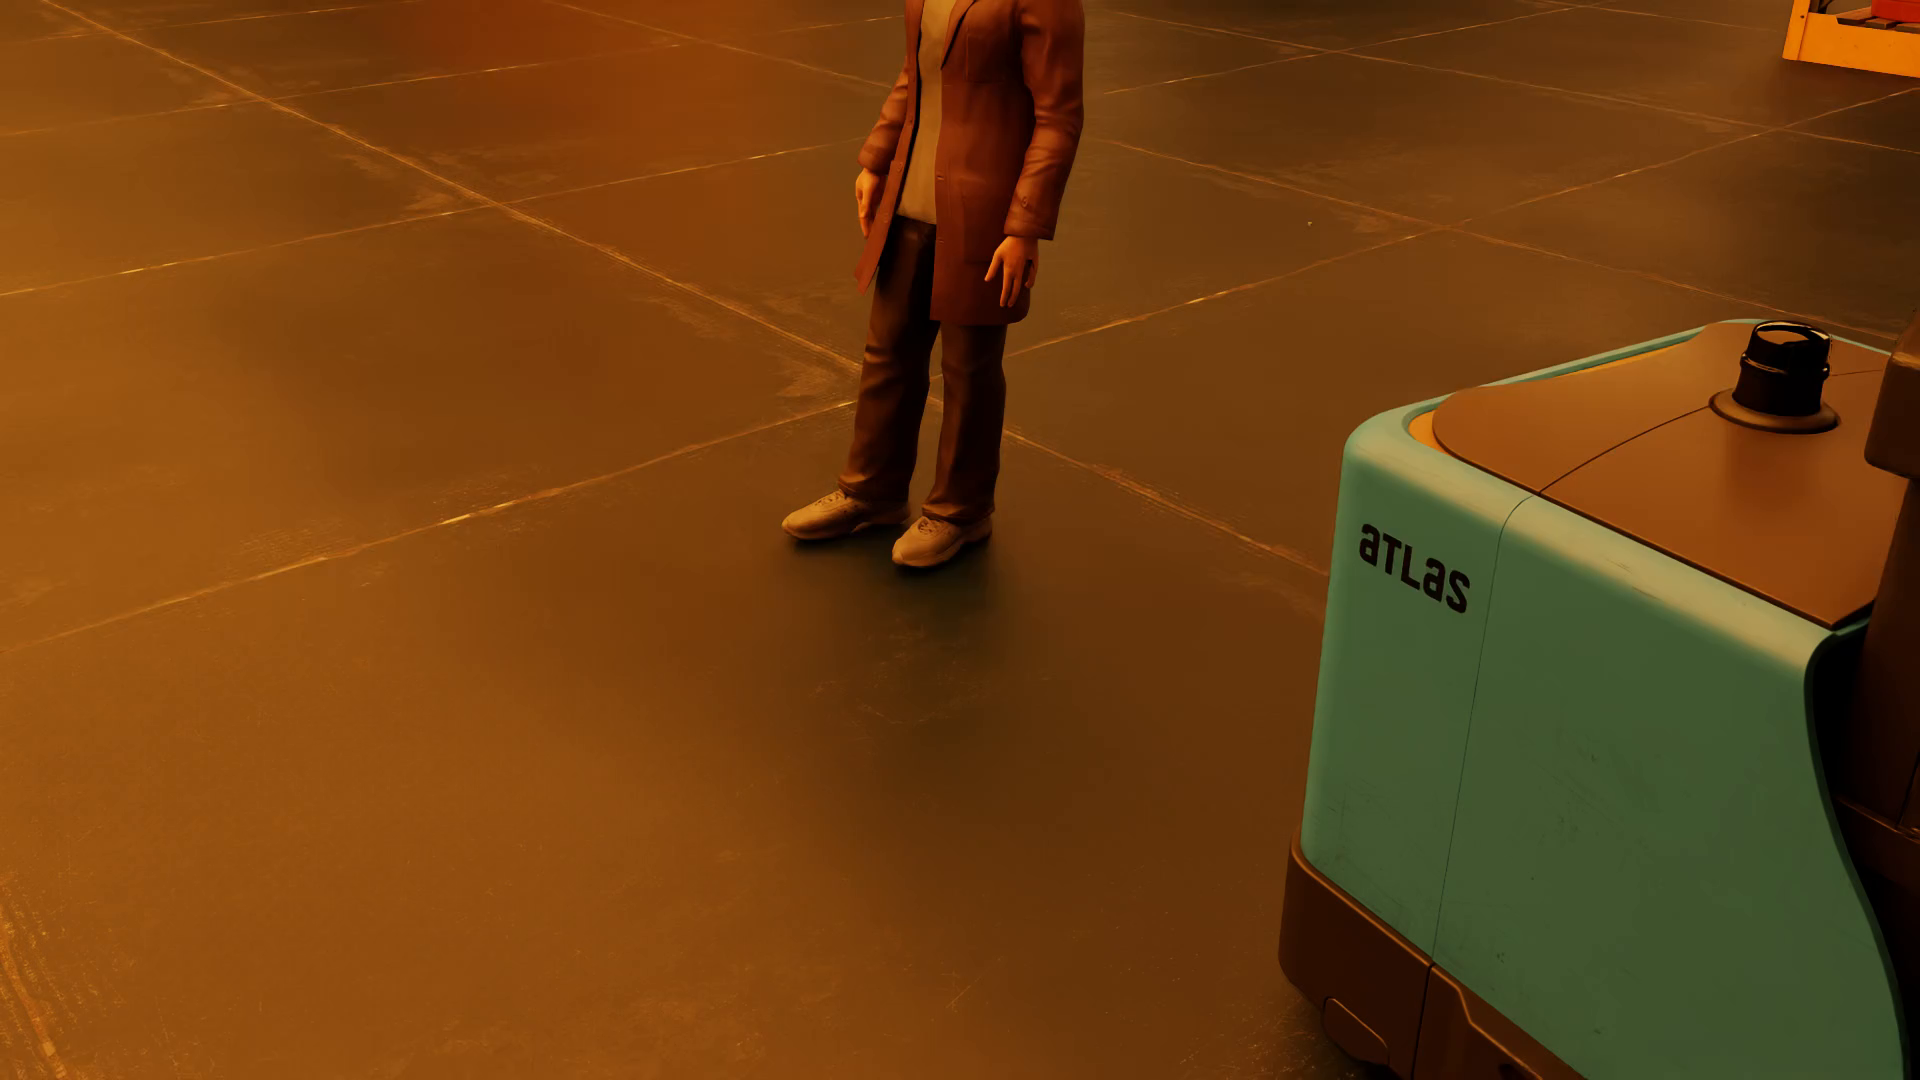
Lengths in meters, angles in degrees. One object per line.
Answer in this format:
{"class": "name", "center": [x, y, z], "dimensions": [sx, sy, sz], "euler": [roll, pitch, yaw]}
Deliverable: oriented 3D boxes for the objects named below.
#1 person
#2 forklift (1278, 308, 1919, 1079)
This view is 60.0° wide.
{"class": "person", "center": [-0.075, -0.778, 4.053], "dimensions": [0.576, 1.775, 0.694], "euler": [-20, 33, -35]}
{"class": "forklift", "center": [1.748, -0.082, 1.369], "dimensions": [1.130, 2.935, 3.031], "euler": [-15, 30, -28]}
